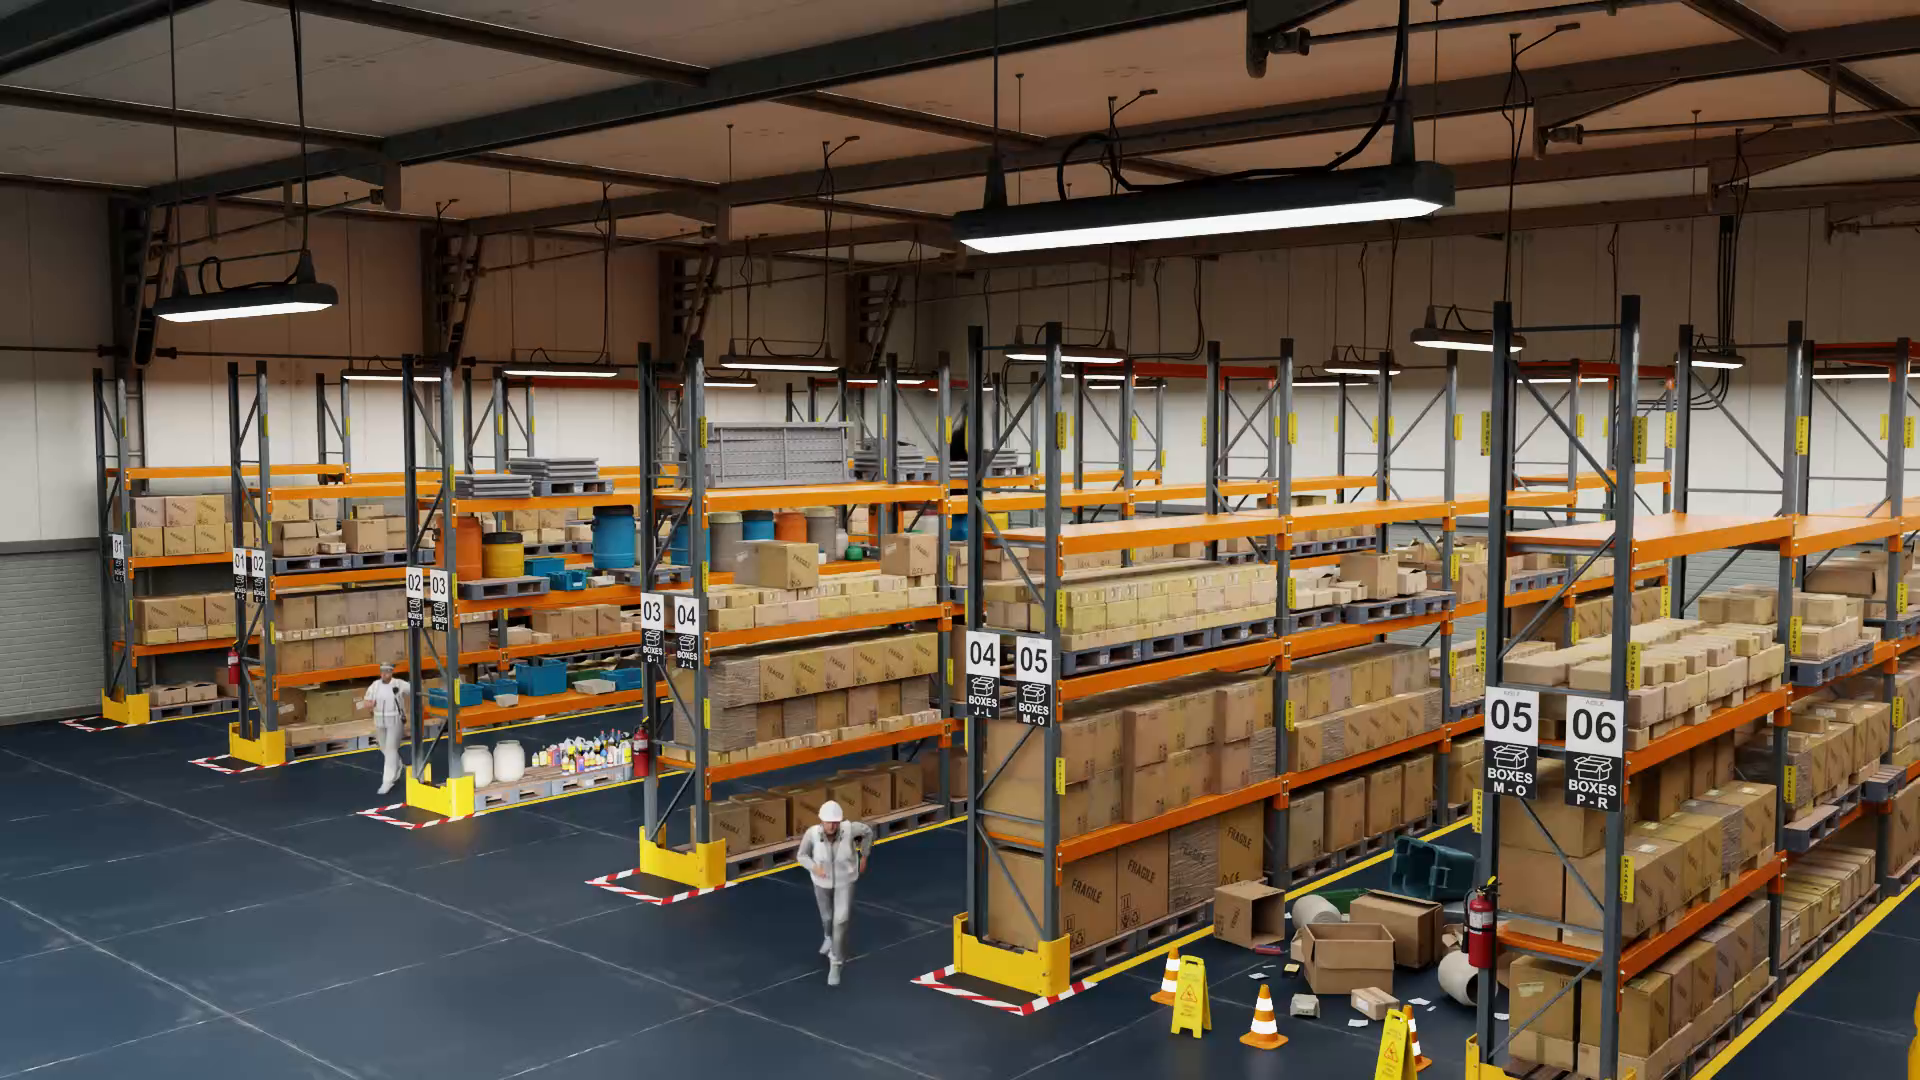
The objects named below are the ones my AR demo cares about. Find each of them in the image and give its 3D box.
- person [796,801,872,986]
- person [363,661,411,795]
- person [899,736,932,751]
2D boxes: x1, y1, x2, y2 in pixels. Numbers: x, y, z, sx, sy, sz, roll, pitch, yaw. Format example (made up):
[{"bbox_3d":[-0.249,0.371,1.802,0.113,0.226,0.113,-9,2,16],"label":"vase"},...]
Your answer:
[{"bbox_3d":[-1.165,3.211,15.491,0.700,1.733,1.033,0,4,-3],"label":"person"},{"bbox_3d":[-7.939,2.556,23.150,0.650,1.790,0.959,0,4,5],"label":"person"},{"bbox_3d":[-0.774,2.427,25.892,0.647,1.715,0.931,3,5,33],"label":"person"}]
